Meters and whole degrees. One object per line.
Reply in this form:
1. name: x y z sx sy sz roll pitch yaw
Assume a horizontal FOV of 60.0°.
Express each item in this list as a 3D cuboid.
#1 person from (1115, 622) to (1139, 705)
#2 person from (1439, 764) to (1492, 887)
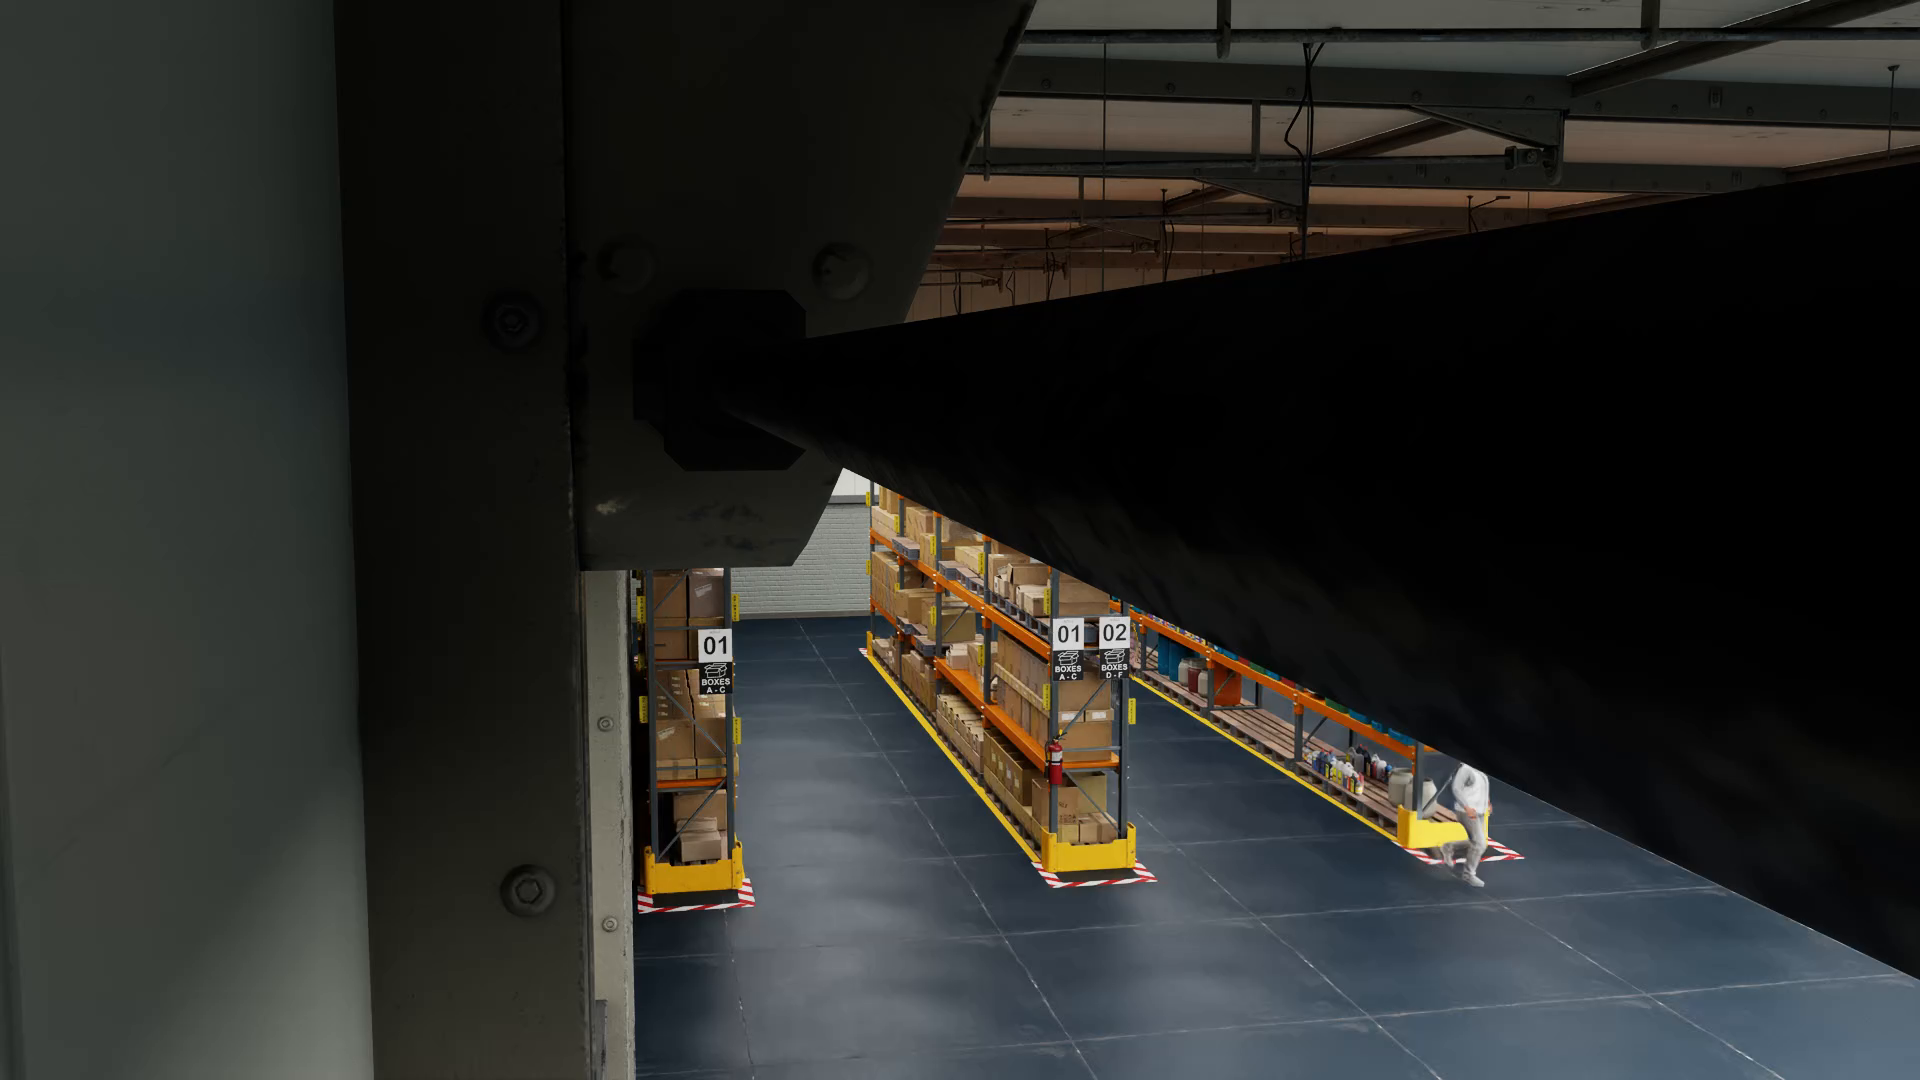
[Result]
1. person: 2.922 2.194 29.529 0.516 1.560 0.480 -2 6 -19
2. person: 6.286 3.348 20.594 0.648 1.724 0.700 5 8 38
